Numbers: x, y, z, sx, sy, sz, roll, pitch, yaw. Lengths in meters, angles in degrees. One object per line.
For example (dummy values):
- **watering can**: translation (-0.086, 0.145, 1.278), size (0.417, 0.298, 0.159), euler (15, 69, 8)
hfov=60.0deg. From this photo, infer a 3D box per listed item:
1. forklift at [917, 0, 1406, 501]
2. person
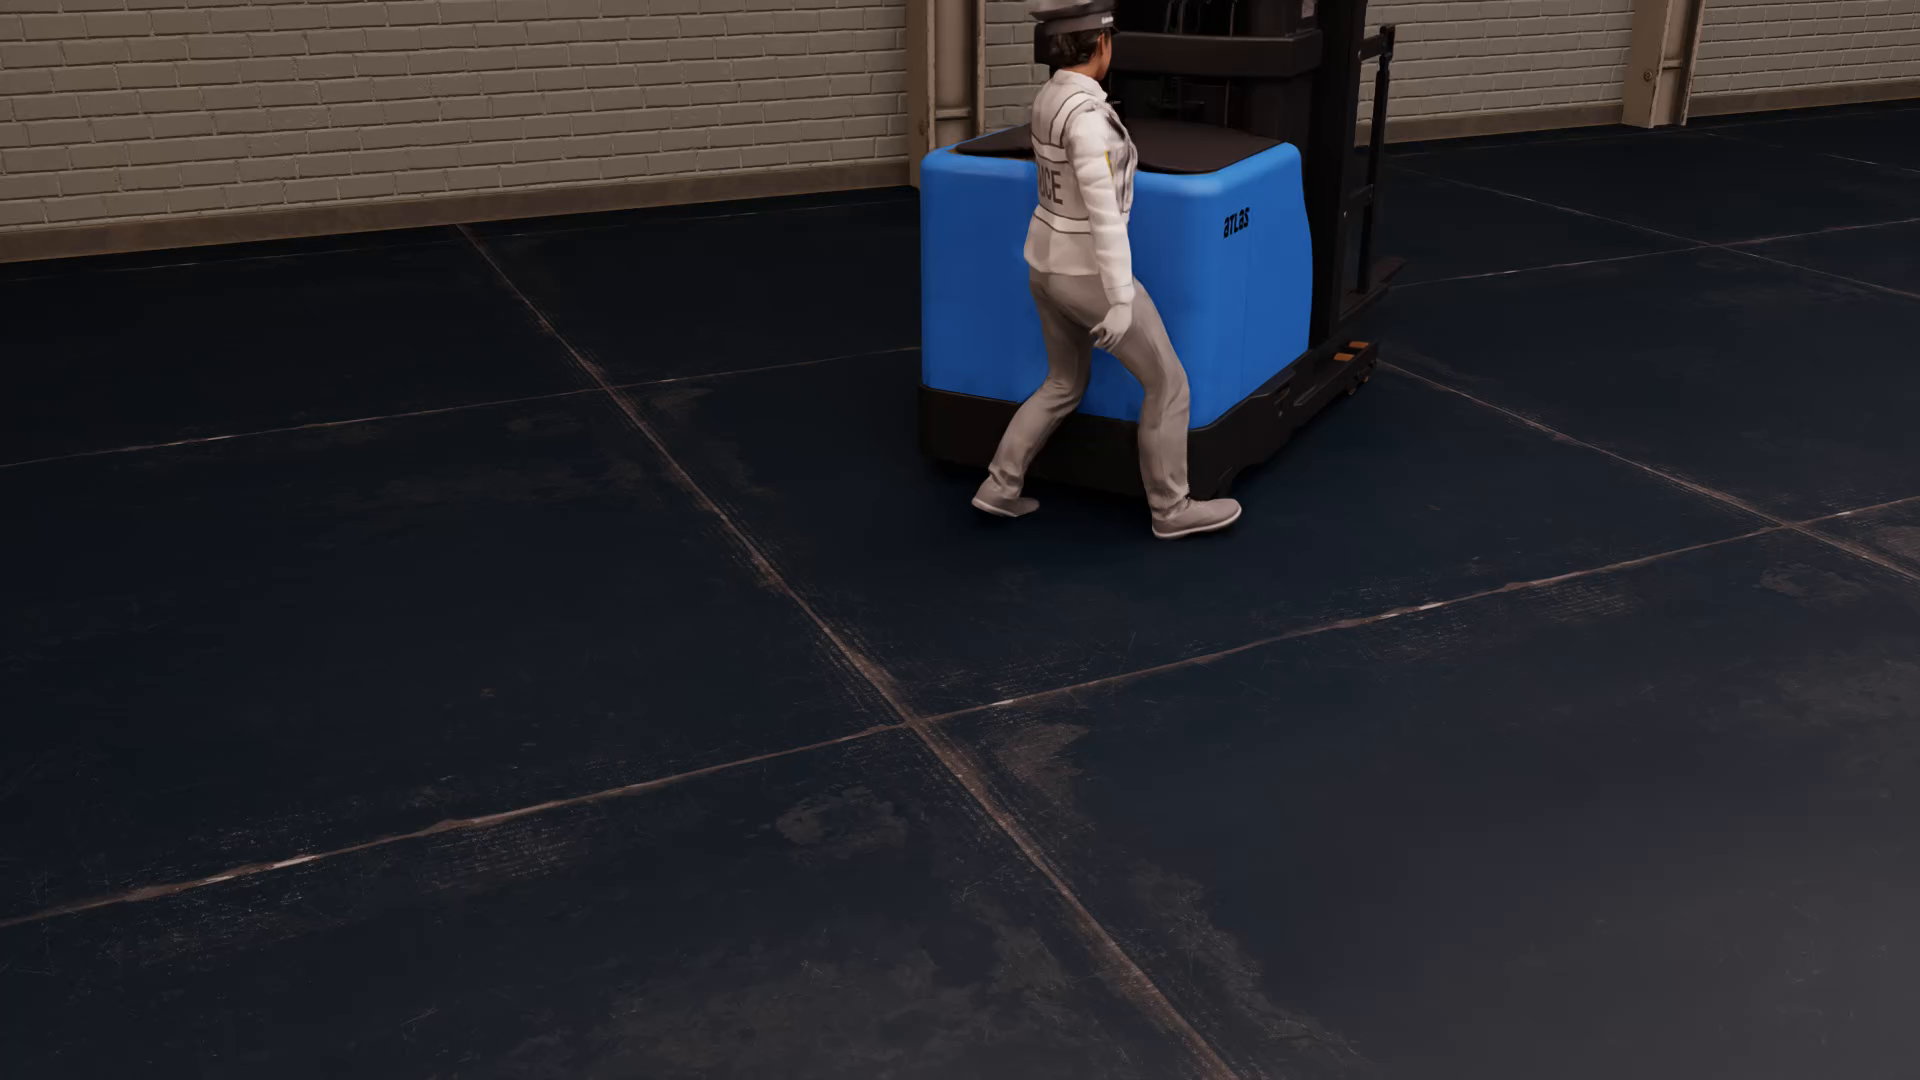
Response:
- **forklift**: translation (1.013, -1.990, 6.078), size (1.130, 2.935, 3.031), euler (12, 25, 27)
- **person**: translation (0.445, -0.778, 4.945), size (0.785, 1.627, 0.614), euler (-6, 23, -15)
